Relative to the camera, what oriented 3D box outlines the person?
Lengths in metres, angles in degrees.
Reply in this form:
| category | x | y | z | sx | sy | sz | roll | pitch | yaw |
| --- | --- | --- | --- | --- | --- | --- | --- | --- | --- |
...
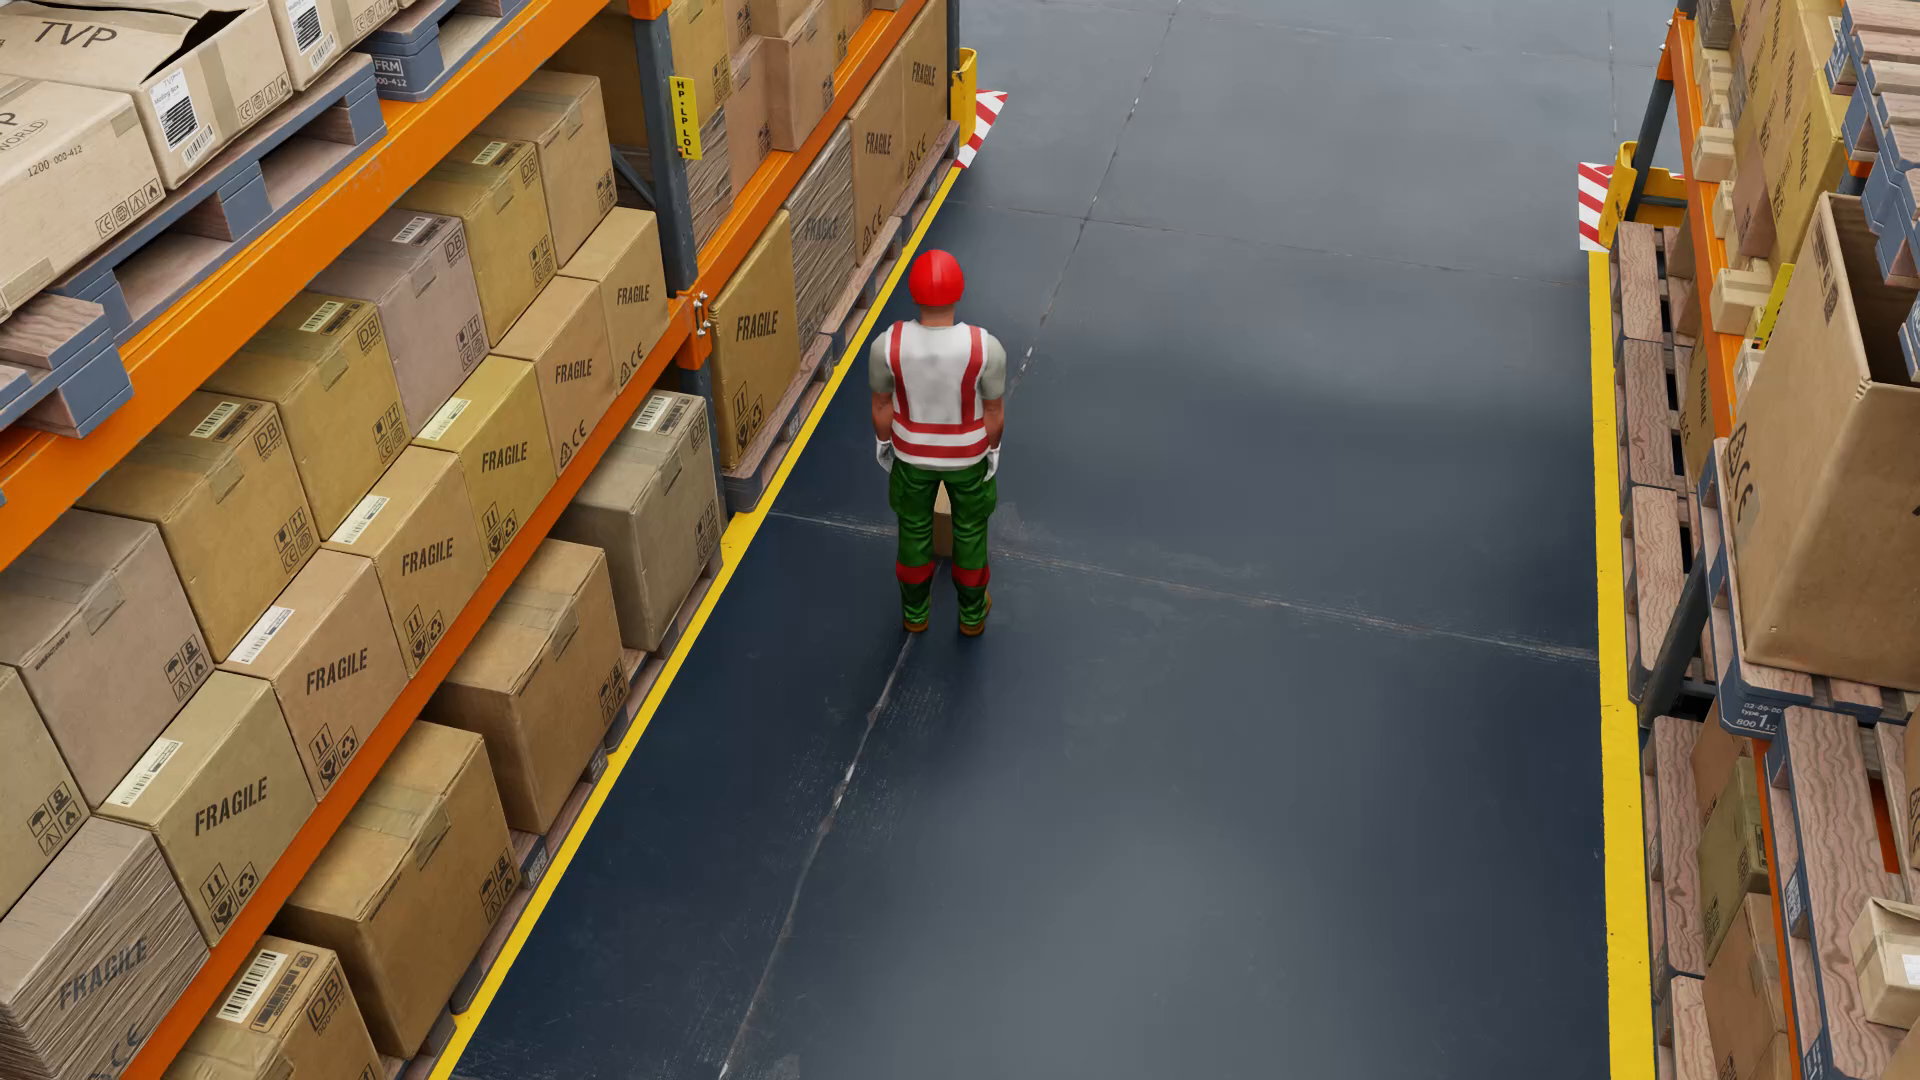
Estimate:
| category | x | y | z | sx | sy | sz | roll | pitch | yaw |
| --- | --- | --- | --- | --- | --- | --- | --- | --- | --- |
| person | -0.082 | -0.359 | 6.558 | 0.524 | 1.785 | 0.335 | 3 | 41 | 3 |
